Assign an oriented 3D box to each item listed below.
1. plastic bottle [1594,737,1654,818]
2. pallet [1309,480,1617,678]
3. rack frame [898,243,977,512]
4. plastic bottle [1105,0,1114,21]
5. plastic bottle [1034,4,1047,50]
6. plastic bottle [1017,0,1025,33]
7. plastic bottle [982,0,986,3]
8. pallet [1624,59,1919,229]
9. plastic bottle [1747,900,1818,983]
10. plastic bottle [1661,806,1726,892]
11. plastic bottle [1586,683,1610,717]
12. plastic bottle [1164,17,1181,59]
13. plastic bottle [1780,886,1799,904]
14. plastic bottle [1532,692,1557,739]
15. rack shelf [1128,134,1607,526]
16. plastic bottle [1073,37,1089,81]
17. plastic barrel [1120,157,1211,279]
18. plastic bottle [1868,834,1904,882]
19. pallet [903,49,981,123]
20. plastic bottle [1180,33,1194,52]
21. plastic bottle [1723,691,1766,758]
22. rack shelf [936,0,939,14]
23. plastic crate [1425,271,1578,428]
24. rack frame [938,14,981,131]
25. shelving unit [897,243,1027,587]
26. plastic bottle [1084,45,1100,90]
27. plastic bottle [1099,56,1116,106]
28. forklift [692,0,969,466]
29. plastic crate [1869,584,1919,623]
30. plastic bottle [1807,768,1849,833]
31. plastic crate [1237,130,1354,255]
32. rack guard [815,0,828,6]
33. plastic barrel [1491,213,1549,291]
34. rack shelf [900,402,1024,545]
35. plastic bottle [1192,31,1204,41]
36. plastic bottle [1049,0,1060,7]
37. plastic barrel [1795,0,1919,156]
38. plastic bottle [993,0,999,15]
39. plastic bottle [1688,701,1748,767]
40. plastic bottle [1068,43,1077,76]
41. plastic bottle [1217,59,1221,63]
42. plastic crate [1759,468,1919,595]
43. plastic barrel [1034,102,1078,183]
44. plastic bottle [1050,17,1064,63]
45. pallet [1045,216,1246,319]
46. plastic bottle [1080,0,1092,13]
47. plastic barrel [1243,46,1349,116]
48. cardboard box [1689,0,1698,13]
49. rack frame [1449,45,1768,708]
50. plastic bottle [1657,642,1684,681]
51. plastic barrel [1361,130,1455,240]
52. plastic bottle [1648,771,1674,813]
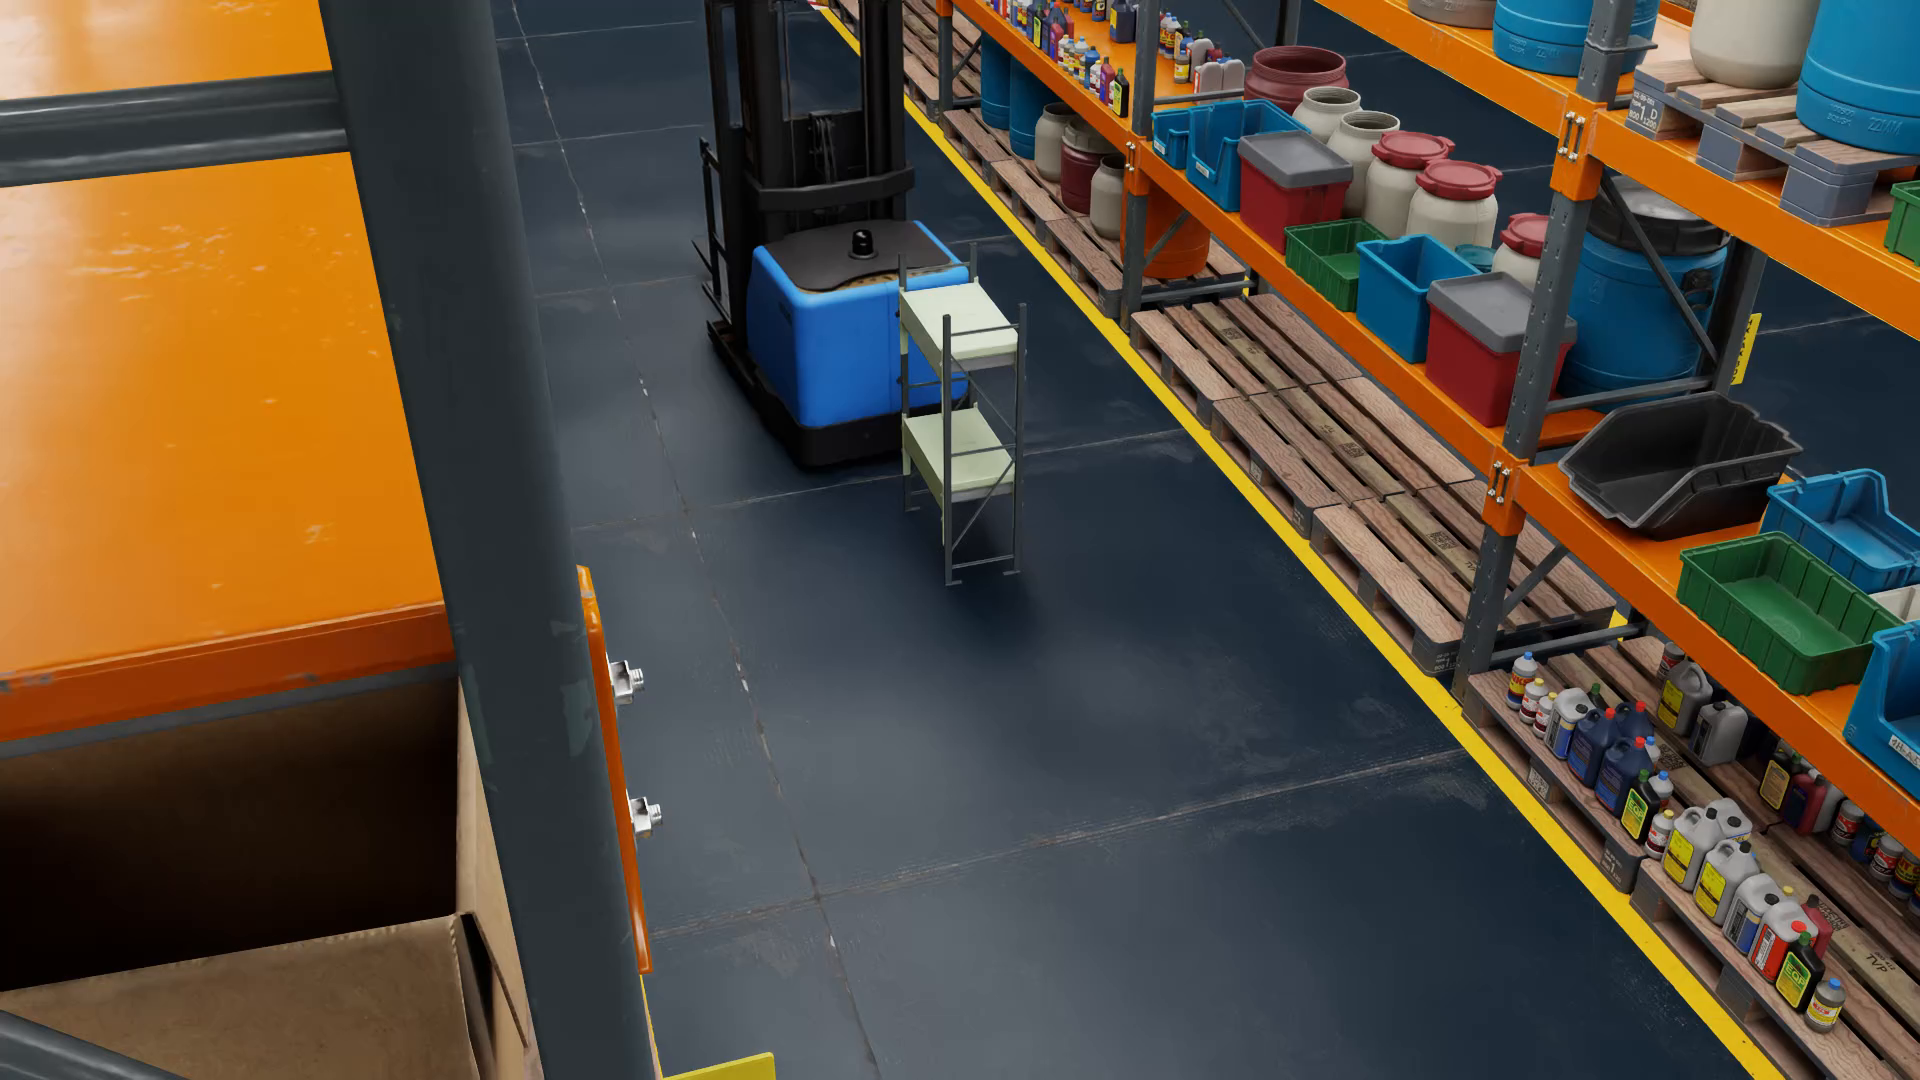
[{"bbox_3d":[2.664,0.919,6.643,0.144,0.351,0.185,-11,35,-17],"label":"plastic bottle"},{"bbox_3d":[2.479,0.162,8.313,1.003,0.211,1.213,-10,35,-15],"label":"pallet"},{"bbox_3d":[-0.110,-0.814,8.622,0.400,1.500,0.023,-10,35,-15],"label":"rack frame"},{"bbox_3d":[1.120,-3.943,12.108,0.152,0.276,0.135,-10,35,-15],"label":"plastic bottle"},{"bbox_3d":[0.560,-3.555,11.515,0.061,0.283,0.133,-10,35,-15],"label":"plastic bottle"},{"bbox_3d":[0.456,-3.762,11.839,0.097,0.271,0.097,0,33,0],"label":"plastic bottle"},{"bbox_3d":[0.215,-4.178,12.468,0.097,0.271,0.097,0,33,0],"label":"plastic bottle"},{"bbox_3d":[3.069,-1.406,5.607,1.213,0.211,1.003,-10,35,-15],"label":"pallet"},{"bbox_3d":[2.947,1.430,5.937,0.152,0.276,0.135,-10,35,-14],"label":"plastic bottle"},{"bbox_3d":[2.794,1.142,6.305,0.144,0.351,0.185,-10,35,-15],"label":"plastic bottle"},{"bbox_3d":[2.661,0.742,6.971,0.061,0.283,0.133,-10,35,-15],"label":"plastic bottle"},{"bbox_3d":[1.450,-3.423,11.326,0.097,0.271,0.097,0,33,0],"label":"plastic bottle"},{"bbox_3d":[3.018,1.357,6.114,0.097,0.201,0.097,0,33,0],"label":"plastic bottle"},{"bbox_3d":[2.497,0.736,7.054,0.097,0.201,0.097,0,33,0],"label":"plastic bottle"},{"bbox_3d":[2.146,-1.346,8.718,1.077,0.370,4.000,-10,35,-15],"label":"rack shelf"},{"bbox_3d":[0.799,-3.172,10.946,0.097,0.271,0.097,0,33,0],"label":"plastic bottle"},{"bbox_3d":[1.370,-2.220,10.976,0.600,0.830,0.708,-10,35,-15],"label":"plastic barrel"},{"bbox_3d":[3.554,1.200,6.353,0.097,0.201,0.097,0,33,0],"label":"plastic bottle"},{"bbox_3d":[0.054,-4.012,14.630,1.003,0.211,1.213,-10,35,-15],"label":"pallet"},{"bbox_3d":[1.503,-3.222,11.022,0.097,0.271,0.097,0,33,0],"label":"plastic bottle"},{"bbox_3d":[3.285,0.716,6.949,0.144,0.351,0.185,-12,35,-17],"label":"plastic bottle"},{"bbox_3d":[-0.295,-5.546,15.074,1.077,0.370,4.000,-10,35,-15],"label":"rack shelf"},{"bbox_3d":[2.317,-0.825,7.220,0.402,0.464,0.583,-10,35,-15],"label":"plastic crate"},{"bbox_3d":[0.315,-4.796,13.287,1.000,3.000,0.127,-10,35,-15],"label":"rack frame"},{"bbox_3d":[0.002,-0.622,8.331,0.431,1.500,0.755,-10,35,-15],"label":"shelving unit"},{"bbox_3d":[0.858,-3.070,10.792,0.097,0.271,0.097,0,33,0],"label":"plastic bottle"},{"bbox_3d":[0.935,-2.909,10.537,0.061,0.283,0.133,-10,35,-15],"label":"plastic bottle"},{"bbox_3d":[-0.962,-2.438,9.781,1.130,2.935,3.031,-13,36,-19],"label":"forklift"},{"bbox_3d":[3.492,0.324,5.778,0.530,0.136,0.437,-10,35,-15],"label":"plastic crate"},{"bbox_3d":[3.429,1.003,6.583,0.152,0.276,0.135,-9,35,-14],"label":"plastic bottle"},{"bbox_3d":[1.737,-1.823,8.729,0.402,0.464,0.583,-10,35,-15],"label":"plastic crate"},{"bbox_3d":[-0.924,-5.864,17.170,1.175,0.500,0.348,-10,35,-15],"label":"rack guard"},{"bbox_3d":[2.673,-1.192,7.709,0.433,0.535,0.433,0,33,0],"label":"plastic barrel"},{"bbox_3d":[0.002,-0.350,8.511,0.431,0.370,0.720,-10,35,-15],"label":"rack shelf"},{"bbox_3d":[1.573,-3.250,11.053,0.061,0.283,0.133,-10,35,-15],"label":"plastic bottle"},{"bbox_3d":[0.653,-3.684,11.721,0.097,0.271,0.097,0,33,0],"label":"plastic bottle"},{"bbox_3d":[2.957,-1.691,5.032,0.600,0.901,0.708,-10,35,-15],"label":"plastic barrel"},{"bbox_3d":[0.292,-4.017,12.214,0.061,0.283,0.133,-10,35,-15],"label":"plastic bottle"},{"bbox_3d":[3.152,0.786,6.912,0.152,0.276,0.135,-10,35,-15],"label":"plastic bottle"},{"bbox_3d":[0.769,-3.194,11.043,0.097,0.201,0.097,0,33,0],"label":"plastic bottle"},{"bbox_3d":[1.672,-3.011,10.766,0.097,0.201,0.097,0,33,0],"label":"plastic bottle"},{"bbox_3d":[3.352,0.002,6.161,0.499,0.251,0.616,-10,35,-15],"label":"plastic crate"},{"bbox_3d":[0.768,-2.961,12.387,0.421,0.512,0.421,0,33,0],"label":"plastic barrel"},{"bbox_3d":[0.657,-3.388,11.262,0.061,0.283,0.133,-10,35,-15],"label":"plastic bottle"},{"bbox_3d":[1.255,-1.939,11.493,1.003,0.211,1.213,-10,35,-15],"label":"pallet"},{"bbox_3d":[0.937,-4.032,12.247,0.097,0.271,0.097,0,33,0],"label":"plastic bottle"},{"bbox_3d":[1.966,-2.560,9.780,0.600,0.536,0.708,-10,35,-15],"label":"plastic barrel"},{"bbox_3d":[5.719,-4.051,12.068,0.500,0.500,0.500,-10,35,-15],"label":"cardboard box"},{"bbox_3d":[2.756,-0.596,6.931,1.000,3.000,0.127,-10,35,-15],"label":"rack frame"},{"bbox_3d":[3.163,0.526,7.372,0.097,0.201,0.097,0,33,0],"label":"plastic bottle"},{"bbox_3d":[2.317,-1.804,8.636,0.433,0.535,0.433,0,33,0],"label":"plastic barrel"},{"bbox_3d":[2.745,1.023,6.557,0.097,0.271,0.097,0,33,0],"label":"plastic bottle"}]
